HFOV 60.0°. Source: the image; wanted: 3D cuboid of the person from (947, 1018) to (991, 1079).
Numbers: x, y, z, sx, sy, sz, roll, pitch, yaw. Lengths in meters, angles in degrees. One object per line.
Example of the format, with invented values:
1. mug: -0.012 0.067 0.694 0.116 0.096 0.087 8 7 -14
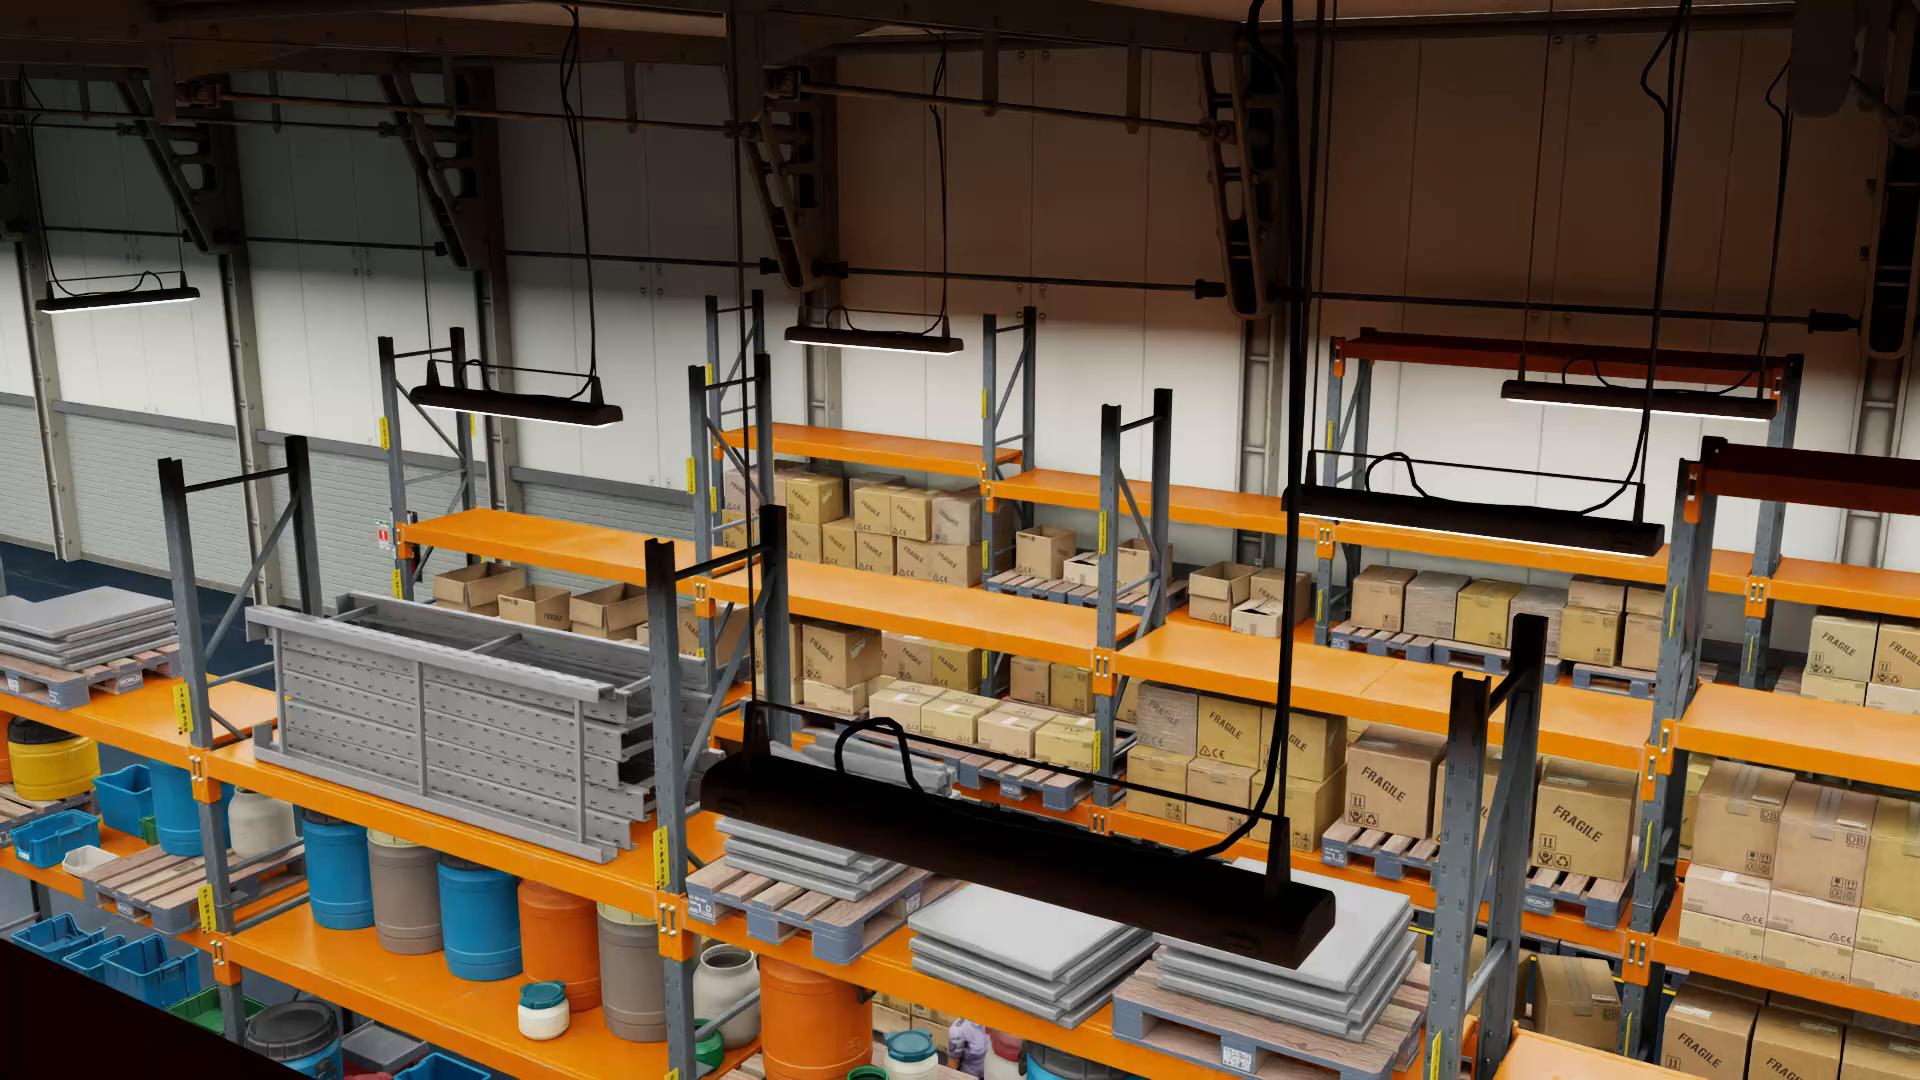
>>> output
1. person: 0.056 4.204 12.872 0.499 1.632 0.539 11 18 38
